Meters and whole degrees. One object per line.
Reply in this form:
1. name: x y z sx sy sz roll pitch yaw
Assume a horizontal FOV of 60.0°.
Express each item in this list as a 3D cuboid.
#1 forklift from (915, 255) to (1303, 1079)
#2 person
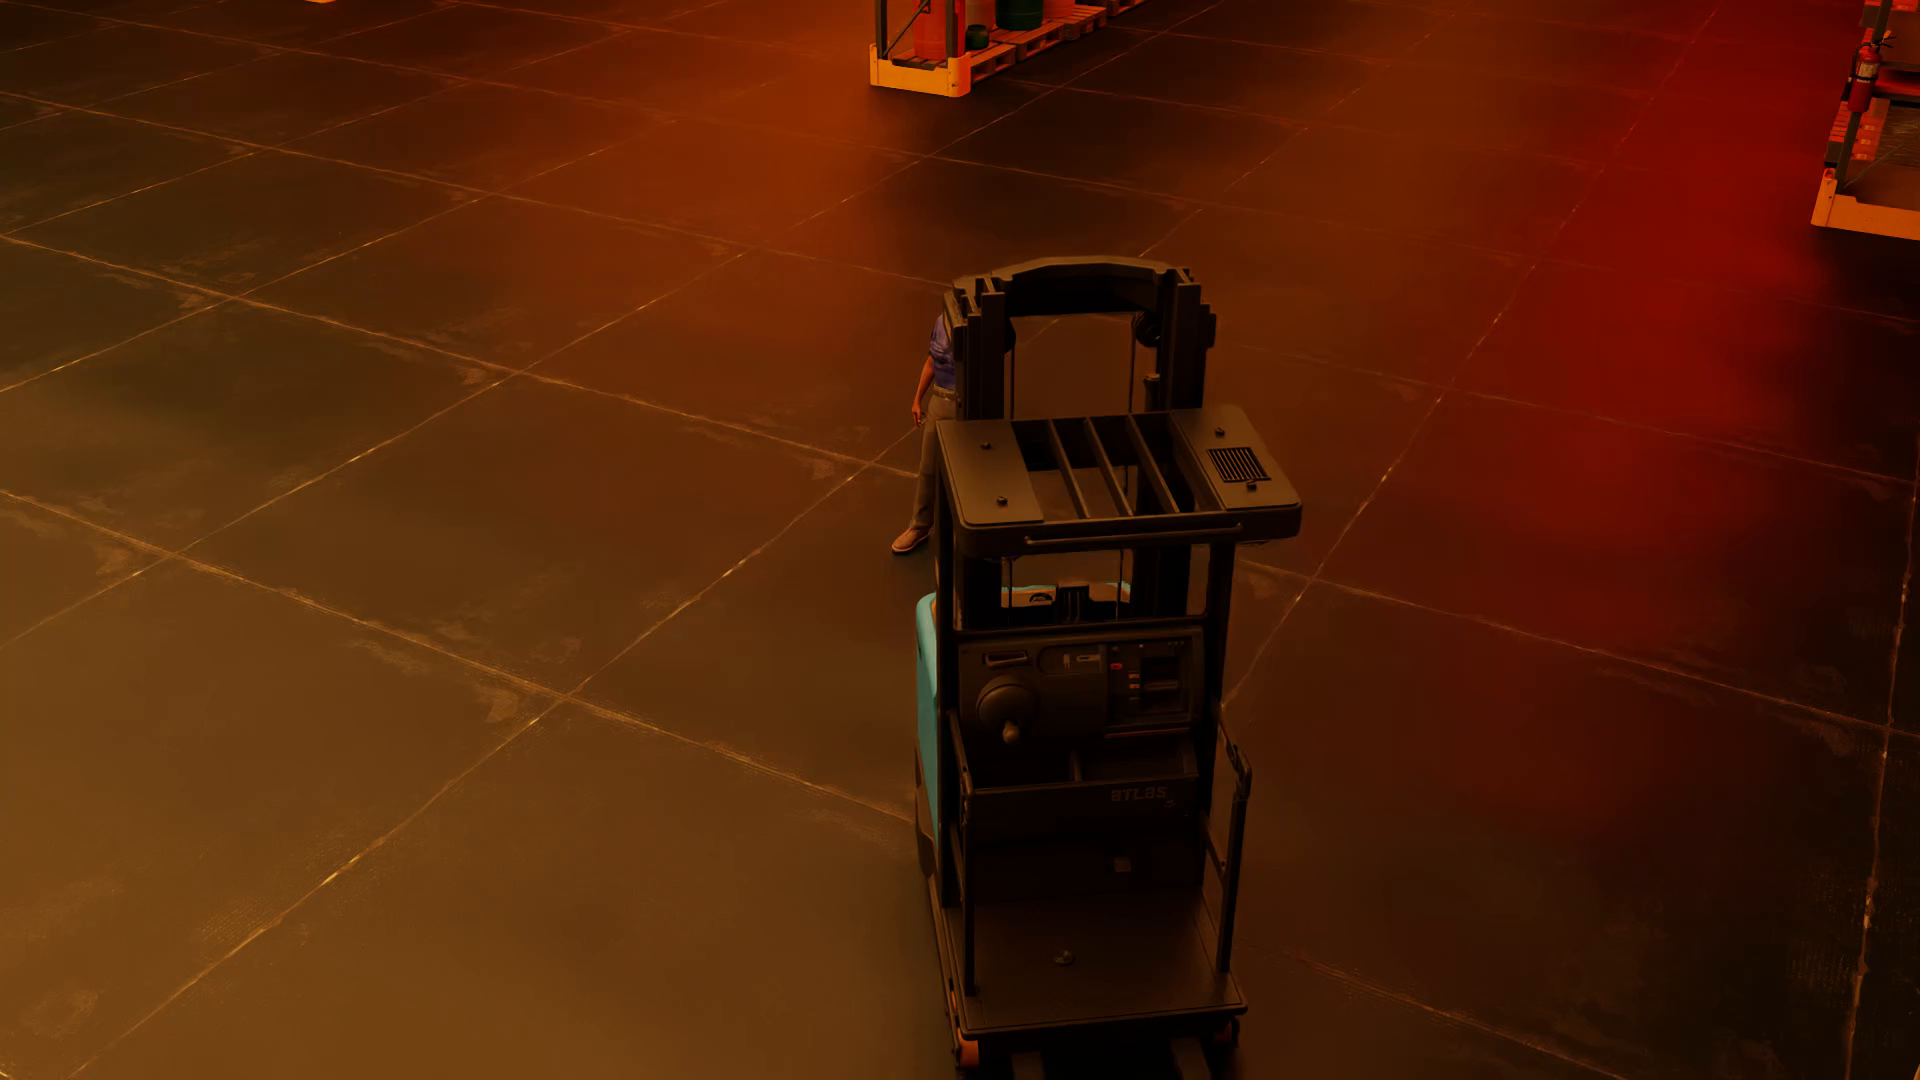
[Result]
1. forklift: 0.488 0.593 6.043 1.130 2.935 3.031 -4 30 -6
2. person: -0.060 -0.689 9.527 0.569 1.656 0.503 15 33 25
